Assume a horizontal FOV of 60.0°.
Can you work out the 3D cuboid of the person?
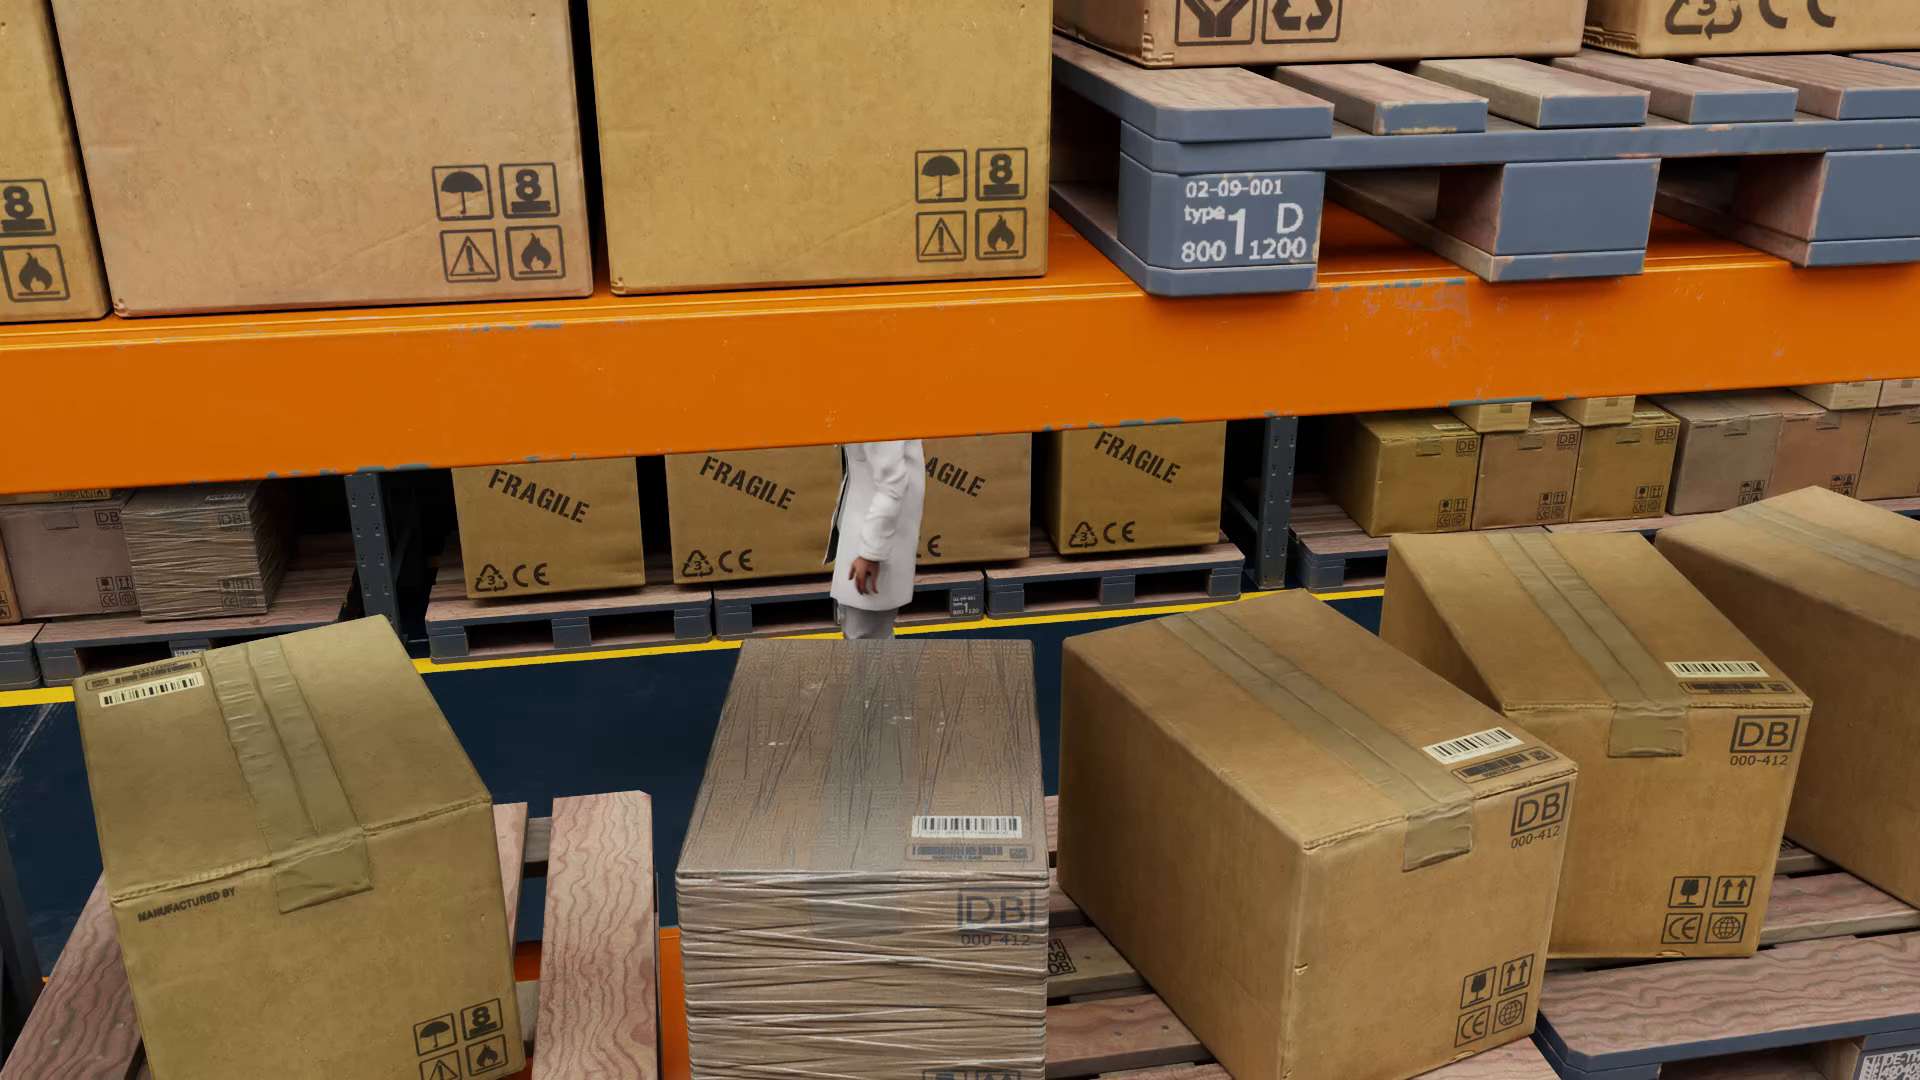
[{"bbox_3d":[-0.343,-0.031,6.188,0.420,1.774,0.642,-4,23,-10],"label":"person"}]
